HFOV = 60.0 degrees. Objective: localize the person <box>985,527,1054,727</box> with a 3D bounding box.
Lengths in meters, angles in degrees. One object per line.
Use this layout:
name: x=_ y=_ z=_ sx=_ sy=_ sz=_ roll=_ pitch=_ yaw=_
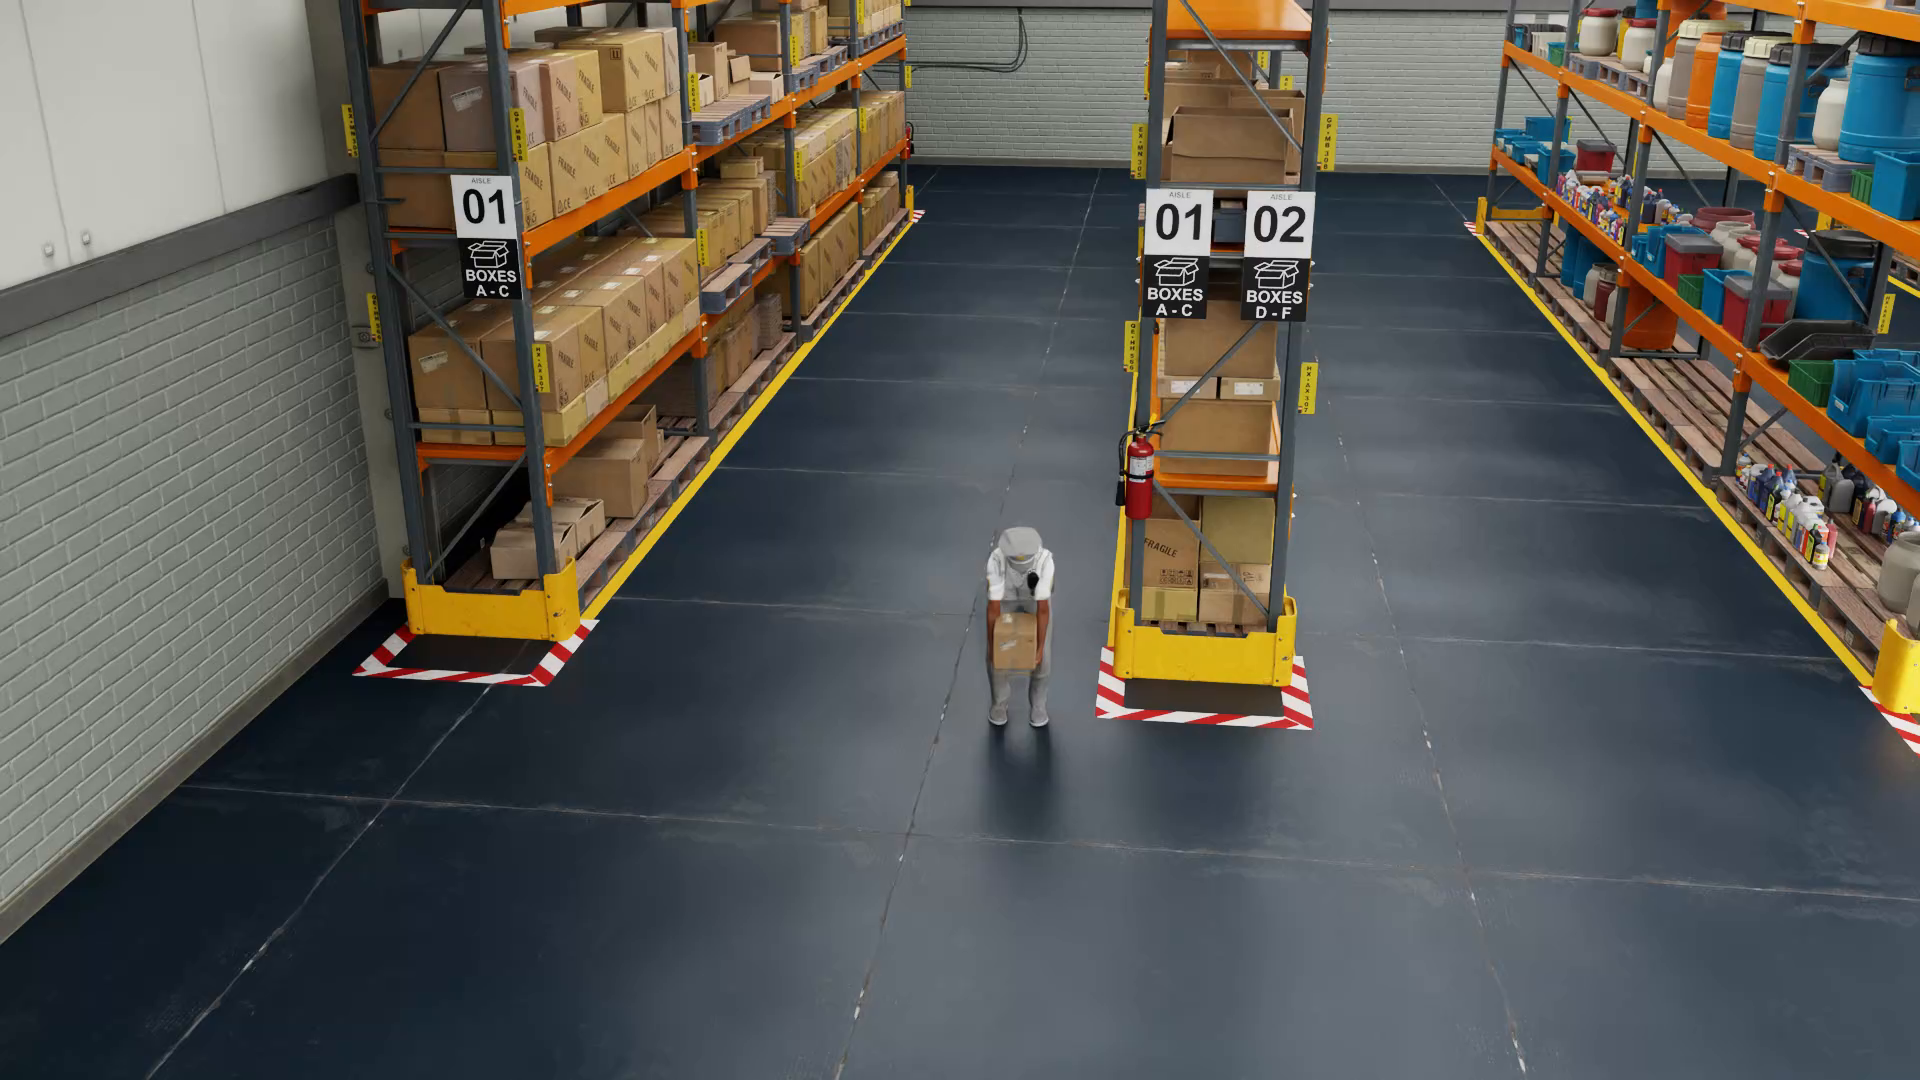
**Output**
person: x=0.357 y=0.520 z=10.093 sx=0.414 sy=1.422 sz=0.810 roll=1 pitch=21 yaw=4
